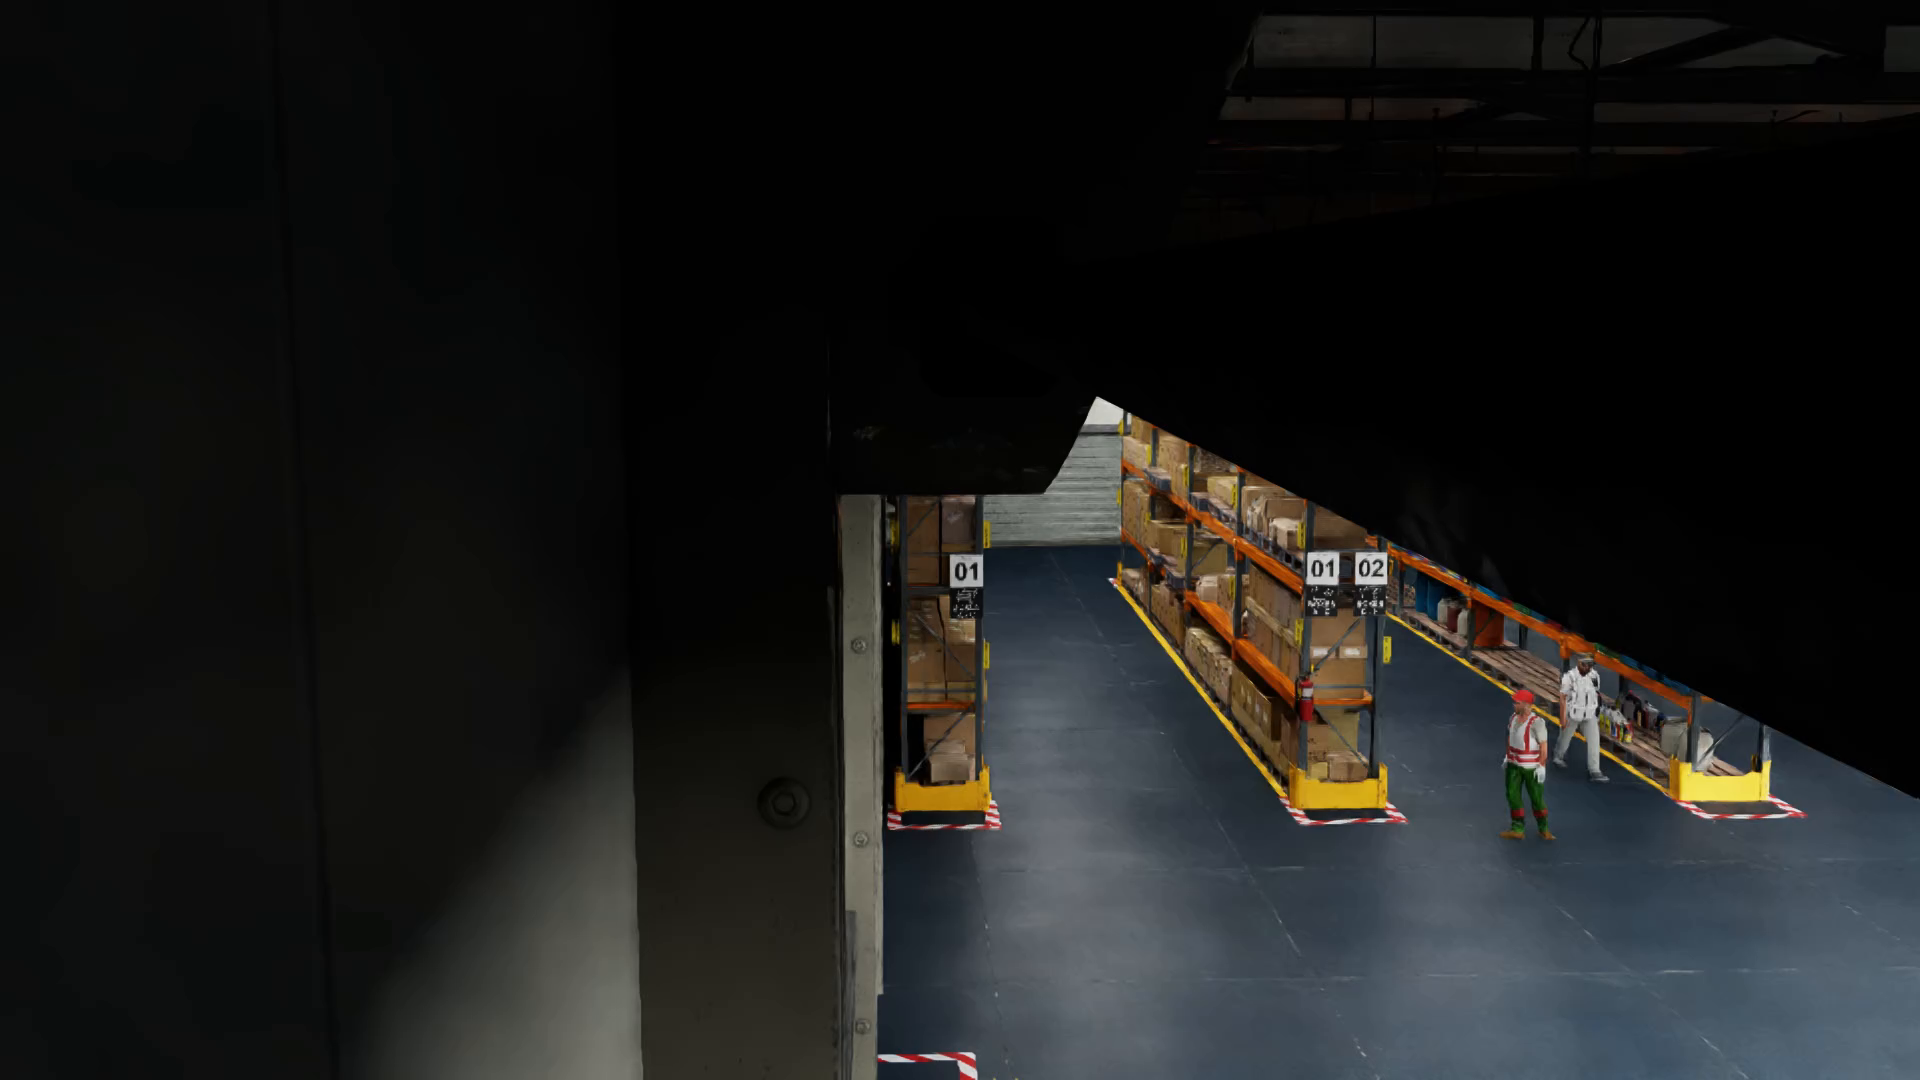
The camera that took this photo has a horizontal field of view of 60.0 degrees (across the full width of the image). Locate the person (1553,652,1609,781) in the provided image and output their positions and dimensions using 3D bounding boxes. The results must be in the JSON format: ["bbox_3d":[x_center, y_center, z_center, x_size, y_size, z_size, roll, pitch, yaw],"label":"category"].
[{"bbox_3d":[8.153,2.274,21.886,0.542,1.672,1.126,0,8,0],"label":"person"}]

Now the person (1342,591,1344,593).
[{"bbox_3d":[7.190,0.788,31.953,0.719,1.714,0.578,-1,8,-4],"label":"person"}]

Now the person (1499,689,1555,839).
[{"bbox_3d":[6.629,2.611,19.421,0.544,1.783,0.646,-5,10,-29],"label":"person"}]
